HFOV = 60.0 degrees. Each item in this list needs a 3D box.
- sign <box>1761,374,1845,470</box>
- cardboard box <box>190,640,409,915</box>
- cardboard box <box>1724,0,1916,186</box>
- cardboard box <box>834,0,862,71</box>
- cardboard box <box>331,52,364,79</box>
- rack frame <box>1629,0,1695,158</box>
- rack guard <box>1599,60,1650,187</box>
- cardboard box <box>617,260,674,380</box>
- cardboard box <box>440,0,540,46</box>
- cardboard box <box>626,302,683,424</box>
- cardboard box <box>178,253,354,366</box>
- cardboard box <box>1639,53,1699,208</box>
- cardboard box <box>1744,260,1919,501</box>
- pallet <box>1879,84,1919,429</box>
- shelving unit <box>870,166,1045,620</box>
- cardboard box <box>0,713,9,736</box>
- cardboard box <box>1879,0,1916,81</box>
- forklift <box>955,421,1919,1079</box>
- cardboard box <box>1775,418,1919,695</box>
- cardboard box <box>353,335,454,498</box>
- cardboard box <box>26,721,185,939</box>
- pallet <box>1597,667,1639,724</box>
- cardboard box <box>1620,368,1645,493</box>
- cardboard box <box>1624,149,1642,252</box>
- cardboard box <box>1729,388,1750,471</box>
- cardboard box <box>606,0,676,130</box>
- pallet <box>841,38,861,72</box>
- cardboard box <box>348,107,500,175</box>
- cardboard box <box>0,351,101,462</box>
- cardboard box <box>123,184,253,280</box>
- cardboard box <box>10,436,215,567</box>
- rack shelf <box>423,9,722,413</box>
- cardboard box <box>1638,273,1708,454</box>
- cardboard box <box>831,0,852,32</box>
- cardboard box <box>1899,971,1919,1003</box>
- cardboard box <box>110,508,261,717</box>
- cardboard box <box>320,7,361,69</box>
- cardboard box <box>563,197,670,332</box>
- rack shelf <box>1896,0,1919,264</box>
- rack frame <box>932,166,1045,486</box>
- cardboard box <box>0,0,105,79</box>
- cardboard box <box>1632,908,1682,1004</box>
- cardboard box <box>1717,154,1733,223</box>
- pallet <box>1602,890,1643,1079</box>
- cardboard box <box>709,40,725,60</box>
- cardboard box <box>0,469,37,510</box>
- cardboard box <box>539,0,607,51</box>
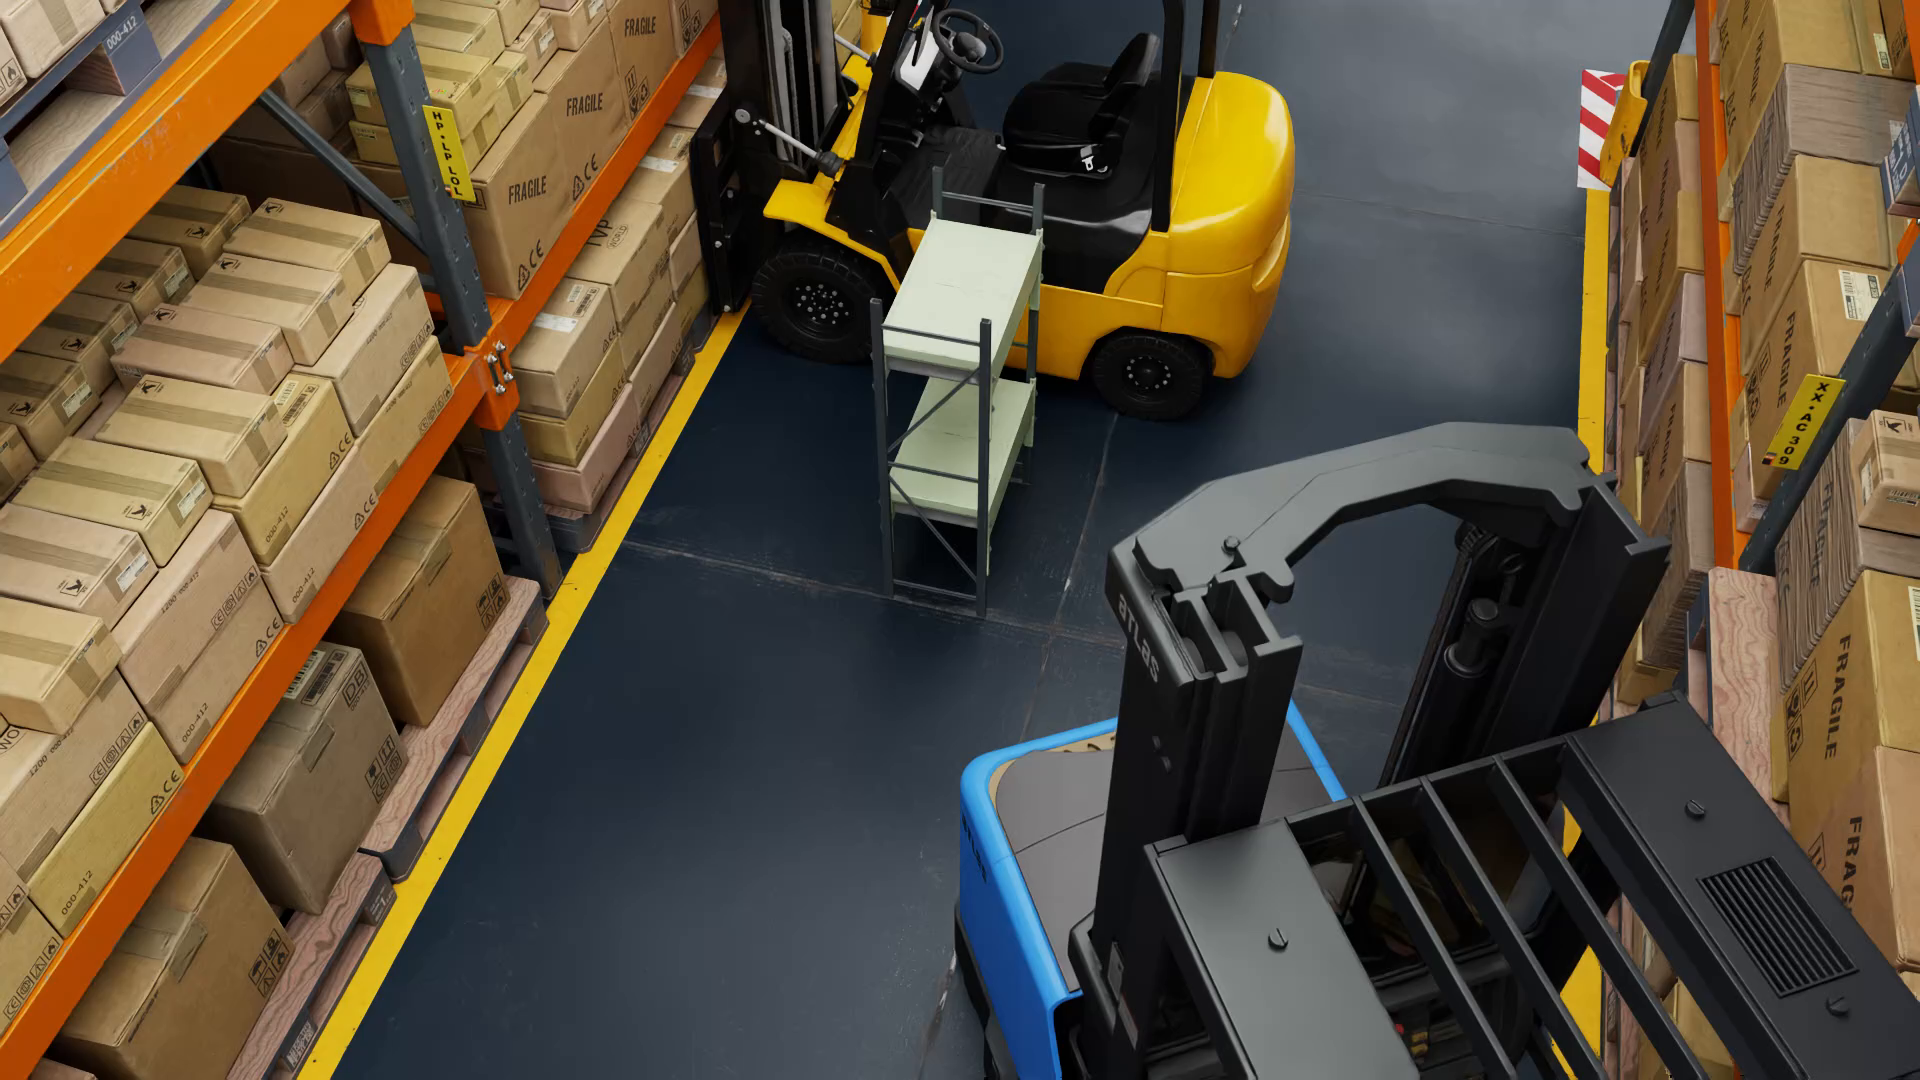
[{"bbox_3d":[2.212,-0.306,4.361,0.100,0.325,0.005,12,50,10],"label":"sign"},{"bbox_3d":[-2.391,0.692,5.362,0.875,0.625,0.625,11,50,10],"label":"cardboard box"},{"bbox_3d":[3.005,-1.541,5.763,0.500,0.500,0.500,11,49,9],"label":"cardboard box"},{"bbox_3d":[-0.819,-2.615,8.530,0.500,0.250,0.500,12,50,10],"label":"cardboard box"},{"bbox_3d":[-2.183,-1.614,5.593,0.380,0.149,0.250,10,49,9],"label":"cardboard box"},{"bbox_3d":[3.790,-2.811,7.149,1.000,3.000,0.127,12,50,10],"label":"rack frame"},{"bbox_3d":[3.770,-1.929,8.038,1.175,0.500,0.348,12,50,10],"label":"rack guard"},{"bbox_3d":[-1.497,-0.943,6.721,0.500,0.250,0.500,11,50,10],"label":"cardboard box"},{"bbox_3d":[-1.642,-1.806,5.564,0.380,0.149,0.250,11,49,9],"label":"cardboard box"},{"bbox_3d":[-1.487,-0.779,6.909,0.500,0.250,0.500,11,49,9],"label":"cardboard box"},{"bbox_3d":[-1.979,-0.661,4.752,0.380,0.149,0.250,11,49,9],"label":"cardboard box"},{"bbox_3d":[3.305,-1.742,7.259,0.500,0.500,0.500,10,49,9],"label":"cardboard box"},{"bbox_3d":[2.614,-0.420,4.774,0.500,0.500,0.500,10,49,9],"label":"cardboard box"},{"bbox_3d":[2.472,-0.423,3.166,1.213,0.211,1.003,12,50,10],"label":"pallet"},{"bbox_3d":[0.002,-0.501,6.111,0.431,1.500,0.755,12,50,10],"label":"shelving unit"},{"bbox_3d":[-2.433,0.436,3.784,0.380,0.149,0.250,12,50,10],"label":"cardboard box"},{"bbox_3d":[3.425,-1.774,5.302,0.700,0.500,0.500,11,50,10],"label":"cardboard box"},{"bbox_3d":[0.926,1.301,3.566,1.130,2.935,3.031,-14,50,-12],"label":"forklift"},{"bbox_3d":[2.337,0.094,4.040,0.500,0.500,0.500,13,50,11],"label":"cardboard box"},{"bbox_3d":[-1.933,-0.429,5.147,0.500,0.250,0.500,13,50,11],"label":"cardboard box"},{"bbox_3d":[-2.349,0.664,4.182,0.500,0.250,0.500,13,50,11],"label":"cardboard box"},{"bbox_3d":[2.880,0.512,6.076,1.003,0.211,1.213,12,50,10],"label":"pallet"},{"bbox_3d":[2.902,-0.382,6.559,0.500,0.250,0.500,12,50,11],"label":"cardboard box"},{"bbox_3d":[3.311,-1.511,7.556,0.500,0.250,0.500,11,50,10],"label":"cardboard box"},{"bbox_3d":[2.587,-0.309,5.109,0.380,0.149,0.250,13,50,11],"label":"cardboard box"},{"bbox_3d":[-1.431,-1.944,6.317,0.500,0.500,0.500,11,50,10],"label":"cardboard box"},{"bbox_3d":[-1.161,-2.304,8.561,1.003,0.211,1.213,12,50,10],"label":"pallet"},{"bbox_3d":[-1.715,-1.321,5.335,0.380,0.149,0.250,11,49,9],"label":"cardboard box"},{"bbox_3d":[-2.587,-0.377,4.502,0.380,0.149,0.250,11,50,10],"label":"cardboard box"},{"bbox_3d":[-2.352,-0.930,4.990,0.380,0.149,0.250,11,49,9],"label":"cardboard box"},{"bbox_3d":[-2.165,-0.101,4.258,0.380,0.149,0.250,10,49,9],"label":"cardboard box"},{"bbox_3d":[-1.526,-2.103,7.004,1.077,0.370,4.000,12,50,10],"label":"rack shelf"},{"bbox_3d":[2.899,-0.613,6.263,0.500,0.500,0.500,14,50,12],"label":"cardboard box"},{"bbox_3d":[-0.826,-2.769,8.332,0.500,0.250,0.500,11,49,10],"label":"cardboard box"},{"bbox_3d":[1.938,1.185,3.077,0.500,0.500,0.500,10,49,8],"label":"cardboard box"},{"bbox_3d":[-2.204,0.137,4.314,0.500,0.250,0.500,12,50,11],"label":"cardboard box"},{"bbox_3d":[-2.154,-1.705,5.475,0.380,0.149,0.250,10,49,9],"label":"cardboard box"},{"bbox_3d":[-1.478,-1.110,6.535,0.500,0.250,0.500,12,50,10],"label":"cardboard box"},{"bbox_3d":[3.264,-2.119,5.017,1.077,0.370,4.000,12,50,10],"label":"rack shelf"},{"bbox_3d":[0.098,-0.766,6.344,0.400,1.500,0.023,12,50,10],"label":"rack frame"},{"bbox_3d":[-2.049,-1.121,3.477,0.380,0.149,0.250,11,50,10],"label":"cardboard box"},{"bbox_3d":[2.601,1.193,5.088,0.950,0.372,0.625,12,50,11],"label":"cardboard box"},{"bbox_3d":[2.921,-1.235,5.926,0.380,0.149,0.250,12,50,10],"label":"cardboard box"},{"bbox_3d":[2.534,1.568,5.144,1.003,0.211,1.213,12,50,10],"label":"pallet"},{"bbox_3d":[-1.072,-2.216,7.511,0.500,0.250,0.500,12,50,11],"label":"cardboard box"},{"bbox_3d":[-2.721,0.037,4.402,0.500,0.250,0.500,10,49,9],"label":"cardboard box"},{"bbox_3d":[-1.470,-1.866,5.816,0.380,0.149,0.250,13,50,11],"label":"cardboard box"}]
